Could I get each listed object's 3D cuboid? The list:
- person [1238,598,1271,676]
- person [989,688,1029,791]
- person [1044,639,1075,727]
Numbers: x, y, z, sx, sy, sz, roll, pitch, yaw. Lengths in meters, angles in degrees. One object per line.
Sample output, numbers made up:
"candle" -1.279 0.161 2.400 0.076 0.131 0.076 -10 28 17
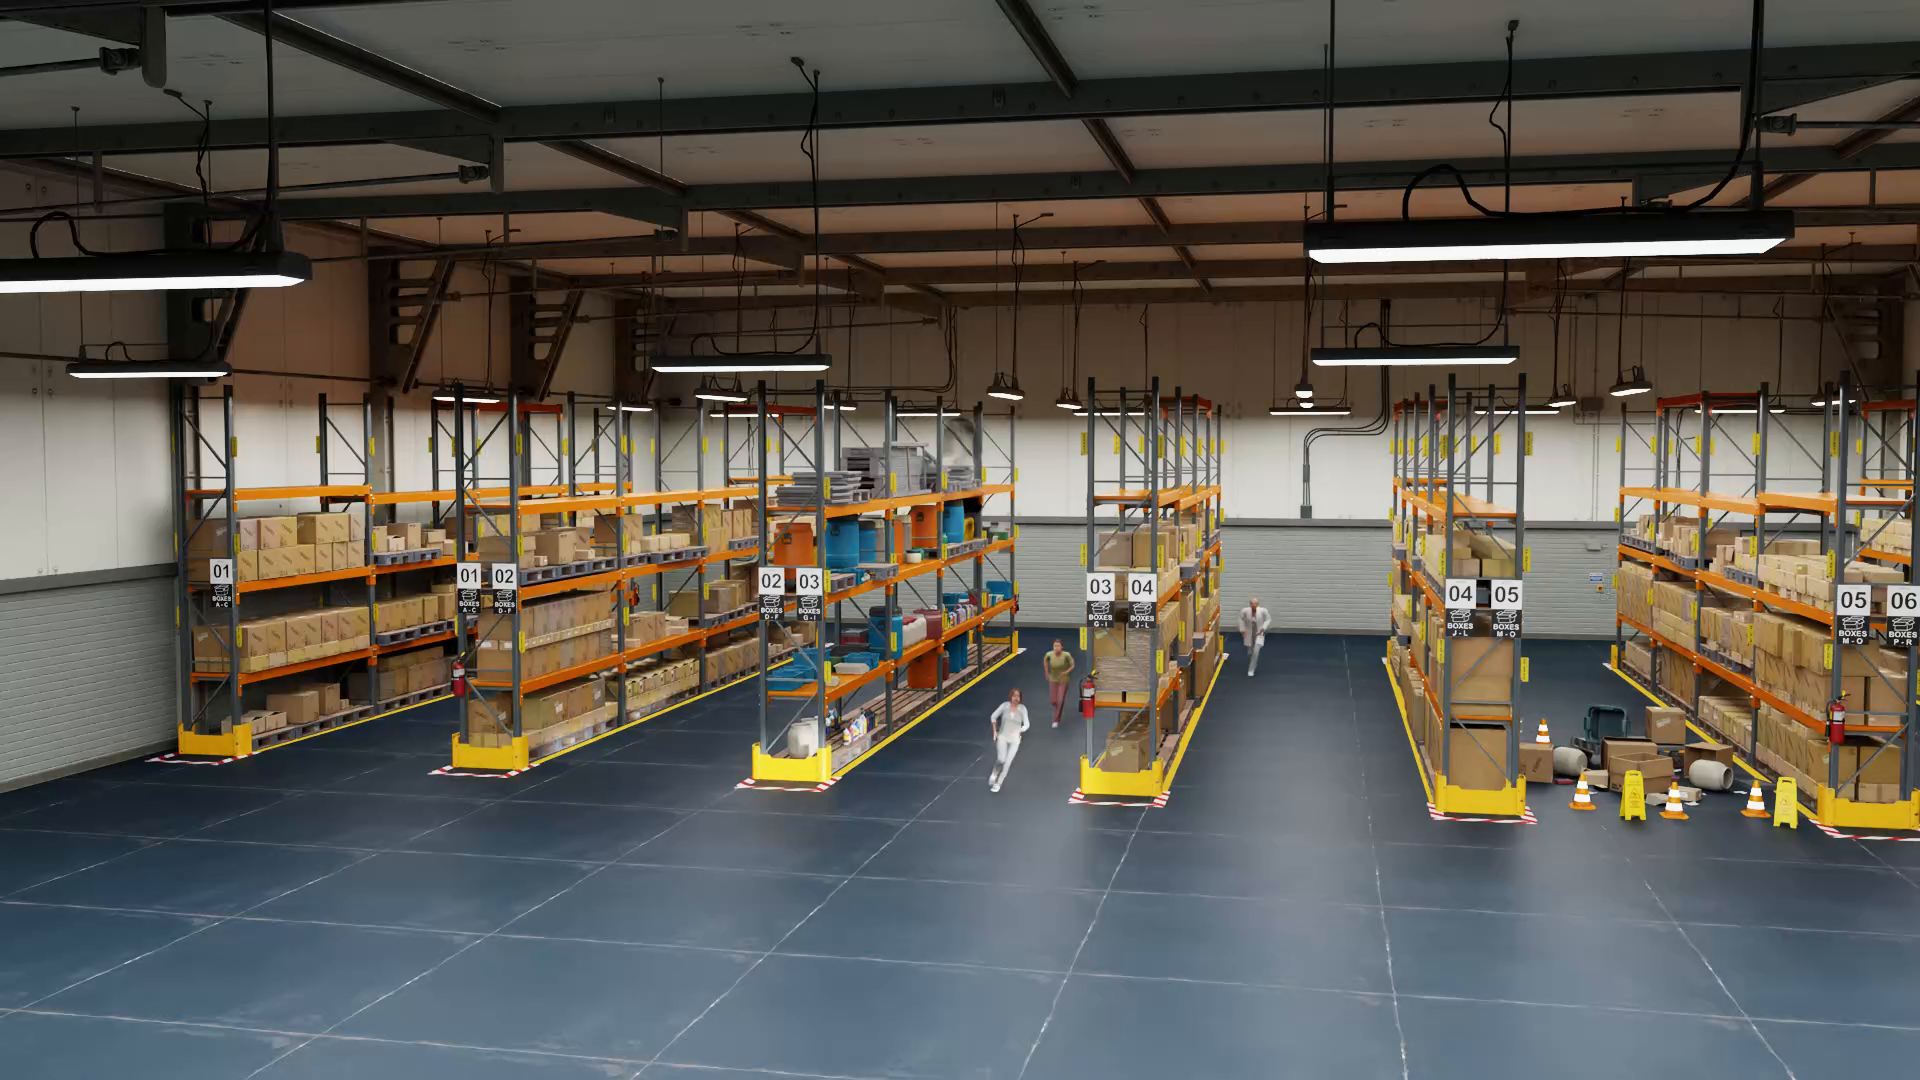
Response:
"person" 6.498 2.119 36.678 0.711 1.724 0.867 1 3 10
"person" 0.712 2.894 24.029 0.583 1.510 0.532 0 3 -4
"person" 1.780 2.554 29.835 0.572 1.600 0.695 1 3 9
